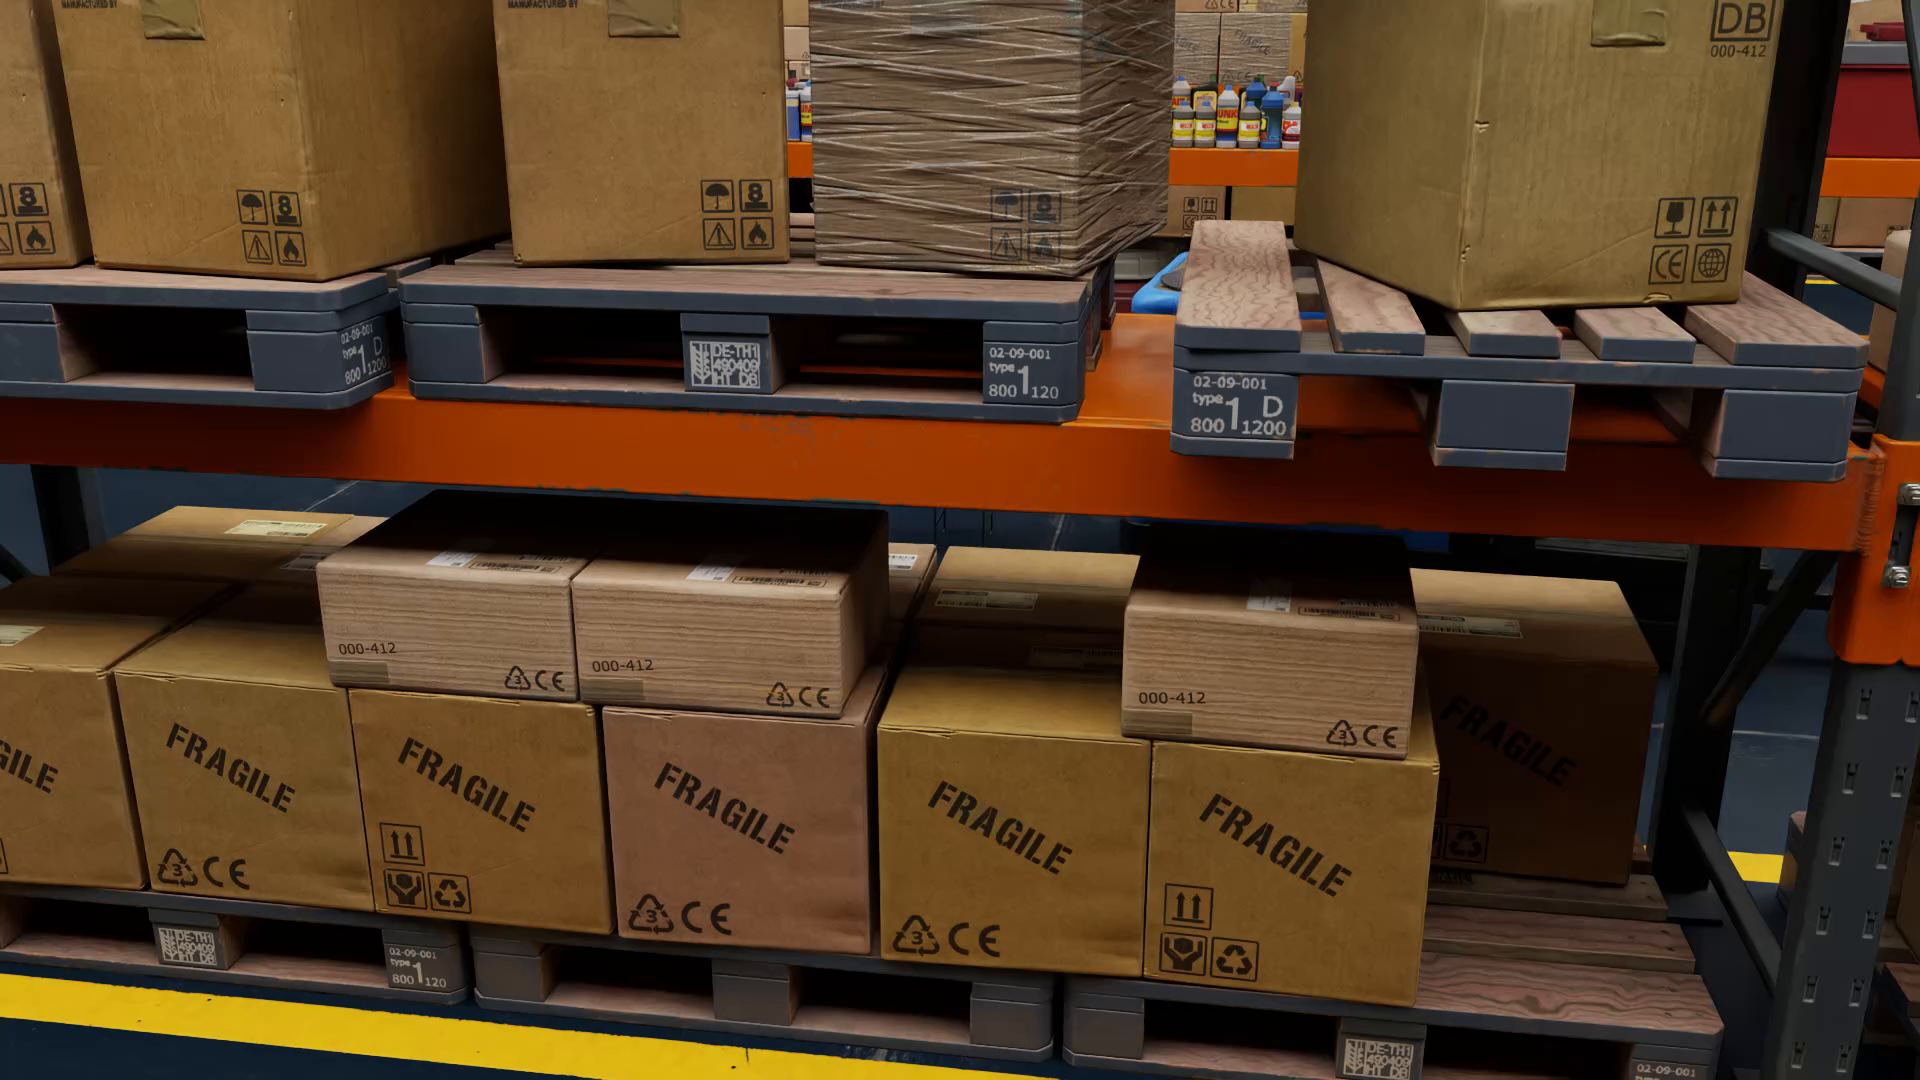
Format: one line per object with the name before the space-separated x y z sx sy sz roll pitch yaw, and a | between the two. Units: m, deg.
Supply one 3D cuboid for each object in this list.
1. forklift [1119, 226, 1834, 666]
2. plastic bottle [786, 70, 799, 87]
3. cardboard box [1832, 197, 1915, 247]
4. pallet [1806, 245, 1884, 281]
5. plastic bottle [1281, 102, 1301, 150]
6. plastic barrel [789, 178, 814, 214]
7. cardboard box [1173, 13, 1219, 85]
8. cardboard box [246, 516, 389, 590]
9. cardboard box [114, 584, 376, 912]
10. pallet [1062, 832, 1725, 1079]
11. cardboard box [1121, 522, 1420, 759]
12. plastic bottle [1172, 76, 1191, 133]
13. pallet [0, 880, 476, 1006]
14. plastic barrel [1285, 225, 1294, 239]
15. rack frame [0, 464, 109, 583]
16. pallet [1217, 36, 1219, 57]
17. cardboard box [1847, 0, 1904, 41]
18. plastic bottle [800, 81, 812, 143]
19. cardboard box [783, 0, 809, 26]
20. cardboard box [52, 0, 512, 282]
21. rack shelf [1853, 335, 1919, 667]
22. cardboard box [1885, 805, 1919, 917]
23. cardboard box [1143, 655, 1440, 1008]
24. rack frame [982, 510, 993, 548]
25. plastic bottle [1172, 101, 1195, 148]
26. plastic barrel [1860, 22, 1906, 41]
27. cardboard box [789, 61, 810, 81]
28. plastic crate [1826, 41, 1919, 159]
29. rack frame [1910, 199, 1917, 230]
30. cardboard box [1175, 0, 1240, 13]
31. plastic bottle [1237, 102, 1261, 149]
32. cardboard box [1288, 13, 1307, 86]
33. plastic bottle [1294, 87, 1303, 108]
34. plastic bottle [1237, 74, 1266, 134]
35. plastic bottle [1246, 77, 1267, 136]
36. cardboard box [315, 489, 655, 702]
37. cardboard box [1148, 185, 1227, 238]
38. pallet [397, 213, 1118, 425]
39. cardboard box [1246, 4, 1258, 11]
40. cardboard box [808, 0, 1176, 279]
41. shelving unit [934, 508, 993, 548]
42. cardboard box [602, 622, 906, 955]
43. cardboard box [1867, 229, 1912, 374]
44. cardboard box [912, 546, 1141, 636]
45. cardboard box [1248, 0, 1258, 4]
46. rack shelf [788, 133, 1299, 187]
forklift | 2.112 -1.172 5.187 3.031 2.935 1.130 5 19 16
plastic bottle | -0.886 -2.255 8.500 0.133 0.283 0.061 3 19 9
cardboard box | 6.519 -2.437 12.104 0.500 0.500 0.700 1 19 4
pallet | 6.353 -2.092 12.223 1.213 0.211 1.003 3 19 9
plastic bottle | 1.485 -1.846 7.405 0.097 0.201 0.097 0 18 0
plastic barrel | -1.028 -1.398 8.399 0.708 0.901 0.600 3 19 9
cardboard box | 1.642 -3.624 12.248 0.500 0.500 0.500 2 19 7
cardboard box | -1.332 0.264 4.032 0.500 0.500 0.500 3 19 9
cardboard box | -1.384 0.426 3.549 0.500 0.500 0.500 3 19 9
pallet | 0.867 0.799 3.581 1.213 0.211 1.003 3 19 9
cardboard box | 0.581 0.172 3.125 0.500 0.250 0.500 4 19 11
plastic bottle | 1.085 -2.143 8.184 0.097 0.271 0.097 0 18 0
pallet | -1.542 0.677 3.948 1.213 0.211 1.003 3 19 9
plastic barrel | 1.902 -1.215 7.964 0.708 0.830 0.600 3 19 9
rack frame | -2.351 -0.675 3.593 0.127 3.000 1.000 3 19 9
pallet | 2.098 -5.122 17.185 1.213 0.211 1.003 3 19 9
cardboard box | 6.360 -3.943 11.753 1.000 1.000 1.000 3 19 9
plastic bottle | -0.694 -1.990 7.726 0.097 0.271 0.097 0 18 0
cardboard box | -1.273 -4.143 12.544 0.500 0.500 0.500 3 19 10
cardboard box | -1.230 -0.813 3.186 0.500 0.500 0.700 6 19 17
rack shelf | 3.573 -0.032 2.805 4.000 0.370 1.077 3 19 9
cardboard box | 2.156 0.581 3.510 0.500 0.250 0.500 3 19 10
cardboard box | 0.637 0.530 3.239 0.500 0.500 0.500 4 19 11
rack frame | 0.105 -0.564 6.097 0.006 1.200 0.240 3 19 9
plastic bottle | 1.005 -1.870 7.479 0.097 0.201 0.097 0 18 0
plastic barrel | 4.275 -2.064 7.530 0.433 0.535 0.433 0 18 0
cardboard box | -1.129 -3.572 12.647 0.250 0.149 0.380 3 19 9
plastic crate | 3.934 -1.878 7.089 0.583 0.464 0.402 3 19 9
rack frame | 7.122 -3.376 11.665 0.127 3.000 1.000 3 19 9
cardboard box | 1.811 -4.176 12.317 0.637 0.503 0.797 3 19 10
plastic bottle | 1.293 -1.856 7.435 0.097 0.201 0.097 0 18 0
cardboard box | 2.646 -3.572 12.093 0.500 0.500 0.500 4 19 10
plastic bottle | 1.694 -2.124 8.107 0.133 0.283 0.061 3 19 9
plastic bottle | 1.429 -2.137 8.147 0.133 0.283 0.061 3 19 9
plastic bottle | 1.435 -2.106 8.073 0.097 0.271 0.097 0 18 0
cardboard box | -0.925 0.097 3.349 0.500 0.250 0.500 3 19 9
cardboard box | 1.616 -2.857 12.801 0.875 0.875 1.225 3 19 9
pallet | -0.323 -0.479 3.310 1.213 0.211 1.003 3 19 9
cardboard box | 2.975 -5.254 16.545 0.250 0.149 0.380 3 19 10
cardboard box | 0.086 -0.822 3.214 0.500 0.500 0.700 7 20 19
shelving unit | 0.014 -0.568 6.111 0.189 1.200 0.258 3 19 9
cardboard box | -0.393 0.479 3.390 0.500 0.500 0.500 2 19 7
cardboard box | 1.950 -0.399 2.910 0.500 0.311 0.500 4 19 12
cardboard box | 0.182 0.339 3.808 0.500 0.500 0.500 3 19 8
cardboard box | 2.997 -5.395 16.498 0.250 0.149 0.380 4 19 10
rack shelf | 0.413 -1.785 8.044 4.000 0.370 1.077 3 19 9
